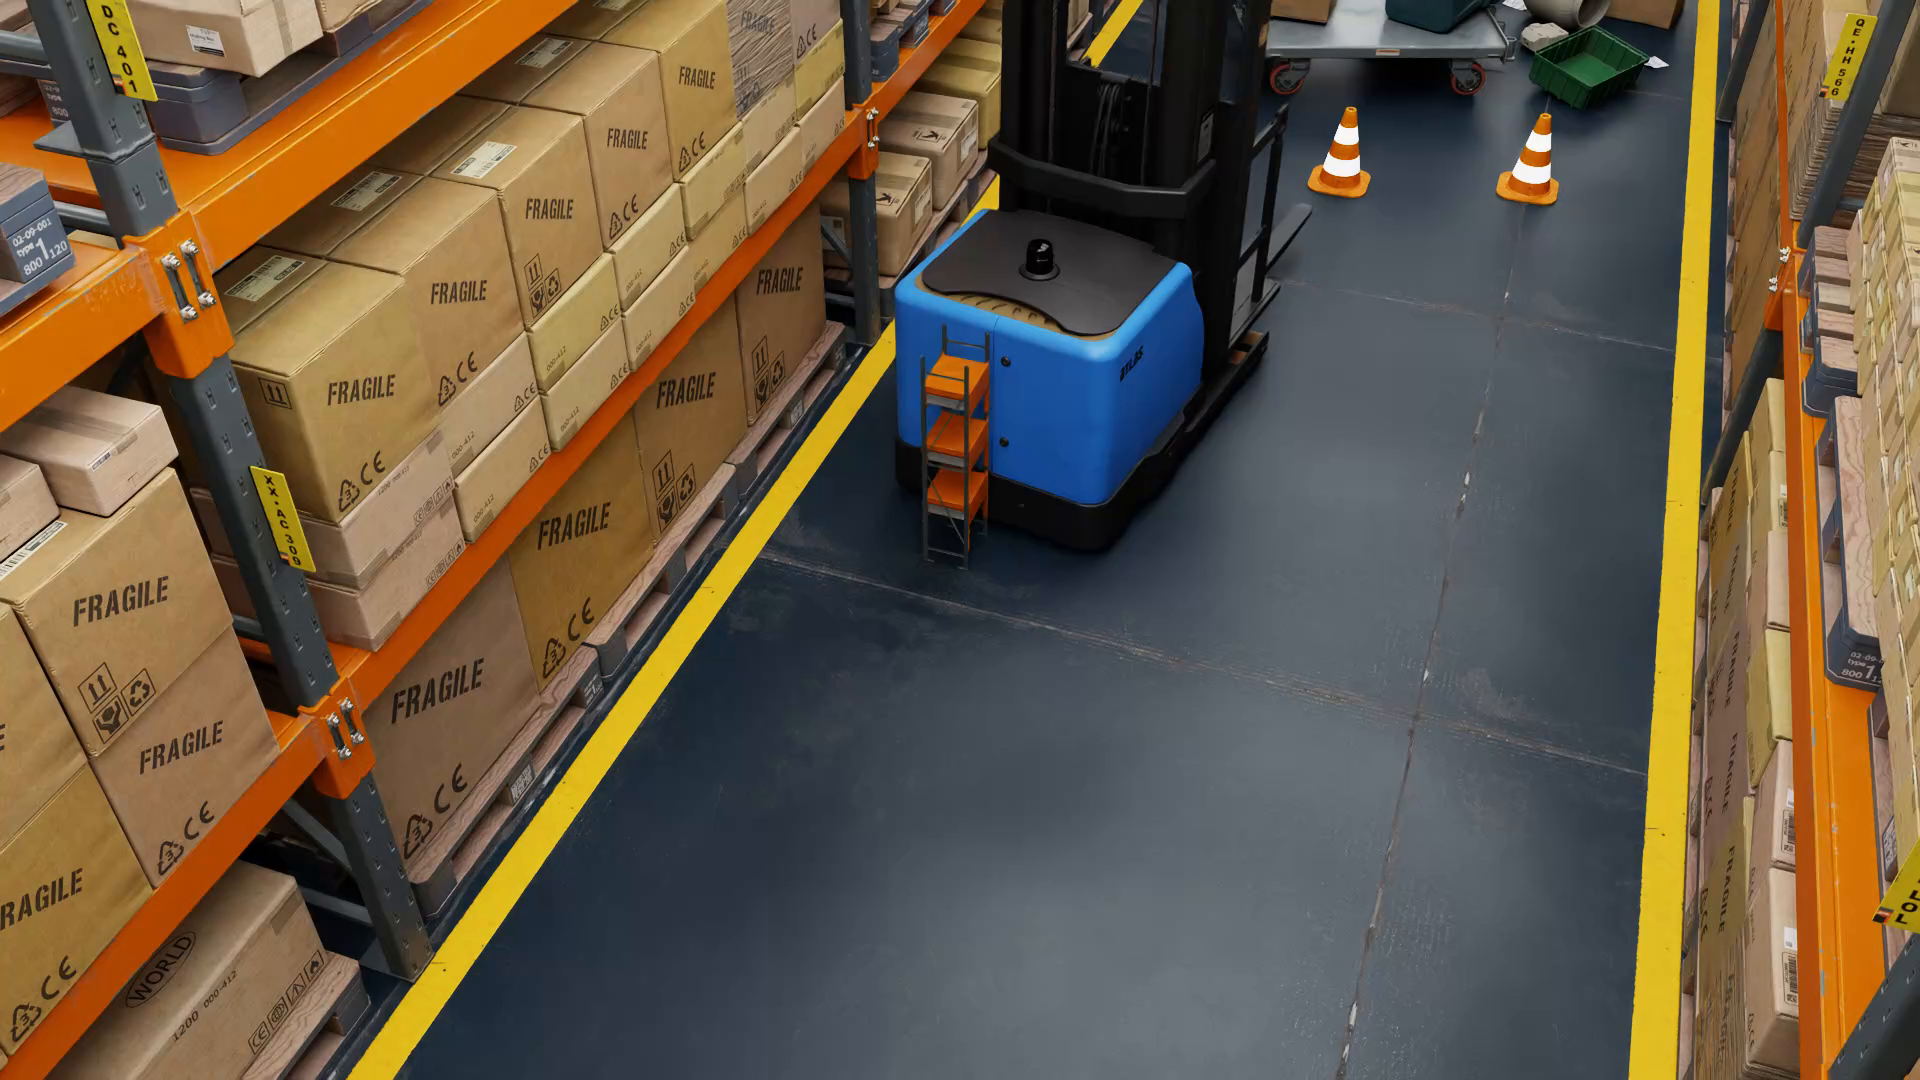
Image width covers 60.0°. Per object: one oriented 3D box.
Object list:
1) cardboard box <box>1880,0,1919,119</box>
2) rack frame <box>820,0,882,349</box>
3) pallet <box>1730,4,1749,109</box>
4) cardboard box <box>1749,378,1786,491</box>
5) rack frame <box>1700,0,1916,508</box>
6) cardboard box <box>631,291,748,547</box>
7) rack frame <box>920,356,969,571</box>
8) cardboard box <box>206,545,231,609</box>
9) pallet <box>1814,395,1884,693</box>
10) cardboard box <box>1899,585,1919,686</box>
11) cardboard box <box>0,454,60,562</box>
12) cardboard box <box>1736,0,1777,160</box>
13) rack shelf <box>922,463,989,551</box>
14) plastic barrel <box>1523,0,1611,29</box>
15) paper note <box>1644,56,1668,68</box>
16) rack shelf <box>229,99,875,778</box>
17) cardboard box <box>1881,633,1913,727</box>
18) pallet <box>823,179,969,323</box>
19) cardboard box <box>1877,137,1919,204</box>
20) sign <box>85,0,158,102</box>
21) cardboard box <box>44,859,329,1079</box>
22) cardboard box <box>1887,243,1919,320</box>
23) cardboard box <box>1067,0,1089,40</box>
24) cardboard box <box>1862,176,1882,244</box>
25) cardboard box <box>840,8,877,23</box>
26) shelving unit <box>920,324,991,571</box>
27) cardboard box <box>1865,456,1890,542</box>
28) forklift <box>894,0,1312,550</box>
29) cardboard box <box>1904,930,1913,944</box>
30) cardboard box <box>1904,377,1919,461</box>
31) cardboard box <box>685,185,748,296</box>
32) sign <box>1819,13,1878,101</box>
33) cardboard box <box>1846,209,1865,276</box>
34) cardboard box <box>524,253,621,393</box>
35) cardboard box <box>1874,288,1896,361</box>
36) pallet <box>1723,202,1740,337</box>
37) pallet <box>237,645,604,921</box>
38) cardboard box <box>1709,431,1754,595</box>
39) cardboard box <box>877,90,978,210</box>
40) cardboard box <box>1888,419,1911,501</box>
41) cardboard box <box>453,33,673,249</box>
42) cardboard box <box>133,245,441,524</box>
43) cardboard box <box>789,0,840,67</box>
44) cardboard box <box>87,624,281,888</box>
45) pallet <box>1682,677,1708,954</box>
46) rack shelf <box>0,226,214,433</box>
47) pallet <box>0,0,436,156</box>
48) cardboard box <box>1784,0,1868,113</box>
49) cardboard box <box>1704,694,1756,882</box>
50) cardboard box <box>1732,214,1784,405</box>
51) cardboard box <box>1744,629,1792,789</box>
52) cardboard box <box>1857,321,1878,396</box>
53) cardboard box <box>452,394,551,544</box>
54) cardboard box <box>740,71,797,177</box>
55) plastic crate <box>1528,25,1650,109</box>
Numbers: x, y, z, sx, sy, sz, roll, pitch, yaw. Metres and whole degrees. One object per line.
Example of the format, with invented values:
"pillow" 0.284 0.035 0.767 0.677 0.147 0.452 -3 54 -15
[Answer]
"cardboard box" 3.958 -1.906 6.325 0.700 0.500 0.500 13 42 15
"rack frame" -0.891 -2.253 7.579 1.000 3.000 0.127 13 42 15
"pallet" 5.496 -3.041 10.652 1.003 0.211 1.213 13 42 15
"cardboard box" 3.332 -0.343 6.366 0.500 0.250 0.500 11 42 13
"rack frame" 3.795 -1.216 6.364 1.000 3.000 0.127 13 42 15
"cardboard box" -1.514 -0.658 7.024 0.875 0.875 0.875 14 42 16
"rack frame" -0.060 -0.292 6.784 0.200 1.050 0.008 13 42 15
"cardboard box" -2.343 -0.086 5.155 0.500 0.250 0.500 12 42 14
"pallet" 3.157 0.074 5.000 1.003 0.211 1.213 13 42 15
"cardboard box" 2.644 0.281 4.251 0.380 0.149 0.250 12 42 14
"cardboard box" -2.257 -0.083 3.689 0.380 0.149 0.250 14 43 16
"cardboard box" 5.035 -2.561 9.350 1.050 0.750 0.750 13 42 15
"rack shelf" -0.018 -0.147 7.058 0.215 0.259 0.240 13 42 15
"plastic barrel" 4.109 -3.708 11.270 0.421 0.421 0.512 -21 45 -22
"paper note" 4.542 -3.137 10.903 0.147 0.020 0.142 -13 42 -15
"rack shelf" -1.575 -0.759 6.383 1.077 0.370 4.000 13 42 15
"cardboard box" 2.638 0.411 4.328 0.380 0.149 0.250 11 42 13
"pallet" -0.623 -1.668 9.043 1.003 0.211 1.213 13 42 15
"cardboard box" 3.453 -1.265 5.833 0.380 0.149 0.250 13 42 15
"sign" -1.737 -1.059 3.410 0.100 0.325 0.005 13 42 15
"cardboard box" -2.575 1.361 4.994 0.875 0.438 0.875 13 42 14
"cardboard box" 3.186 -0.793 5.280 0.380 0.149 0.250 12 42 13
"cardboard box" 0.300 -3.532 10.780 0.950 0.372 0.625 14 42 16
"cardboard box" 3.441 -1.143 5.919 0.380 0.149 0.250 15 43 17
"cardboard box" -0.605 -2.474 7.709 0.380 0.149 0.250 11 42 13
"shelving unit" -0.018 -0.367 6.871 0.215 1.050 0.252 13 42 15
"cardboard box" 2.911 -0.084 4.908 0.380 0.149 0.250 12 42 14
"forklift" 0.877 -2.014 7.352 1.130 2.935 3.031 20 44 22
"cardboard box" 2.377 0.874 3.785 0.380 0.149 0.250 12 42 14
"cardboard box" 2.918 -0.314 4.719 0.380 0.149 0.250 13 42 14
"cardboard box" -1.167 -1.211 6.474 0.500 0.250 0.500 13 42 15
"sign" 3.272 -1.777 6.130 0.100 0.325 0.005 13 42 15
"cardboard box" 3.452 -1.052 6.042 0.380 0.149 0.250 13 42 14
"cardboard box" -1.494 -0.778 5.581 0.500 0.250 0.500 14 42 16
"cardboard box" 3.176 -0.660 5.353 0.380 0.149 0.250 13 42 15
"pallet" 4.554 -1.361 8.682 1.003 0.211 1.213 13 42 15
"pallet" -2.066 0.760 6.196 1.003 0.211 1.213 13 42 15
"cardboard box" 3.313 -0.050 6.600 0.500 0.500 0.500 12 42 13
"cardboard box" -0.444 -2.207 9.227 0.950 0.372 0.625 13 42 14
"cardboard box" 2.913 -0.192 4.804 0.380 0.149 0.250 15 43 17
"cardboard box" -1.346 -1.375 5.703 0.500 0.500 0.500 13 42 14
"cardboard box" -1.838 -0.436 4.603 0.500 0.500 0.500 14 42 16
"cardboard box" -0.822 -2.298 6.785 0.500 0.500 0.500 12 42 14
"cardboard box" -2.177 0.488 4.289 0.500 0.500 0.500 14 42 15
"pallet" 3.108 1.063 5.842 1.003 0.211 1.213 13 42 15
"rack shelf" -2.943 0.539 2.550 1.077 0.370 4.000 13 42 15
"pallet" -1.992 -1.452 4.477 0.805 0.209 1.217 12 42 13
"cardboard box" 4.040 -2.197 7.437 0.500 0.500 0.500 13 42 14
"cardboard box" 2.799 0.883 5.506 0.500 0.500 0.500 12 42 14
"cardboard box" 4.088 -0.871 7.370 1.050 0.750 0.750 13 42 14
"cardboard box" 2.800 0.583 5.280 0.500 0.250 0.500 12 42 13
"cardboard box" 3.178 -0.559 5.464 0.380 0.149 0.250 15 43 17
"cardboard box" -1.685 -0.282 5.385 0.500 0.250 0.500 12 42 14
"cardboard box" -0.990 -1.721 6.686 0.500 0.250 0.500 12 42 14
"plastic crate" 3.991 -3.004 10.583 0.662 0.188 0.450 -29 58 -29
